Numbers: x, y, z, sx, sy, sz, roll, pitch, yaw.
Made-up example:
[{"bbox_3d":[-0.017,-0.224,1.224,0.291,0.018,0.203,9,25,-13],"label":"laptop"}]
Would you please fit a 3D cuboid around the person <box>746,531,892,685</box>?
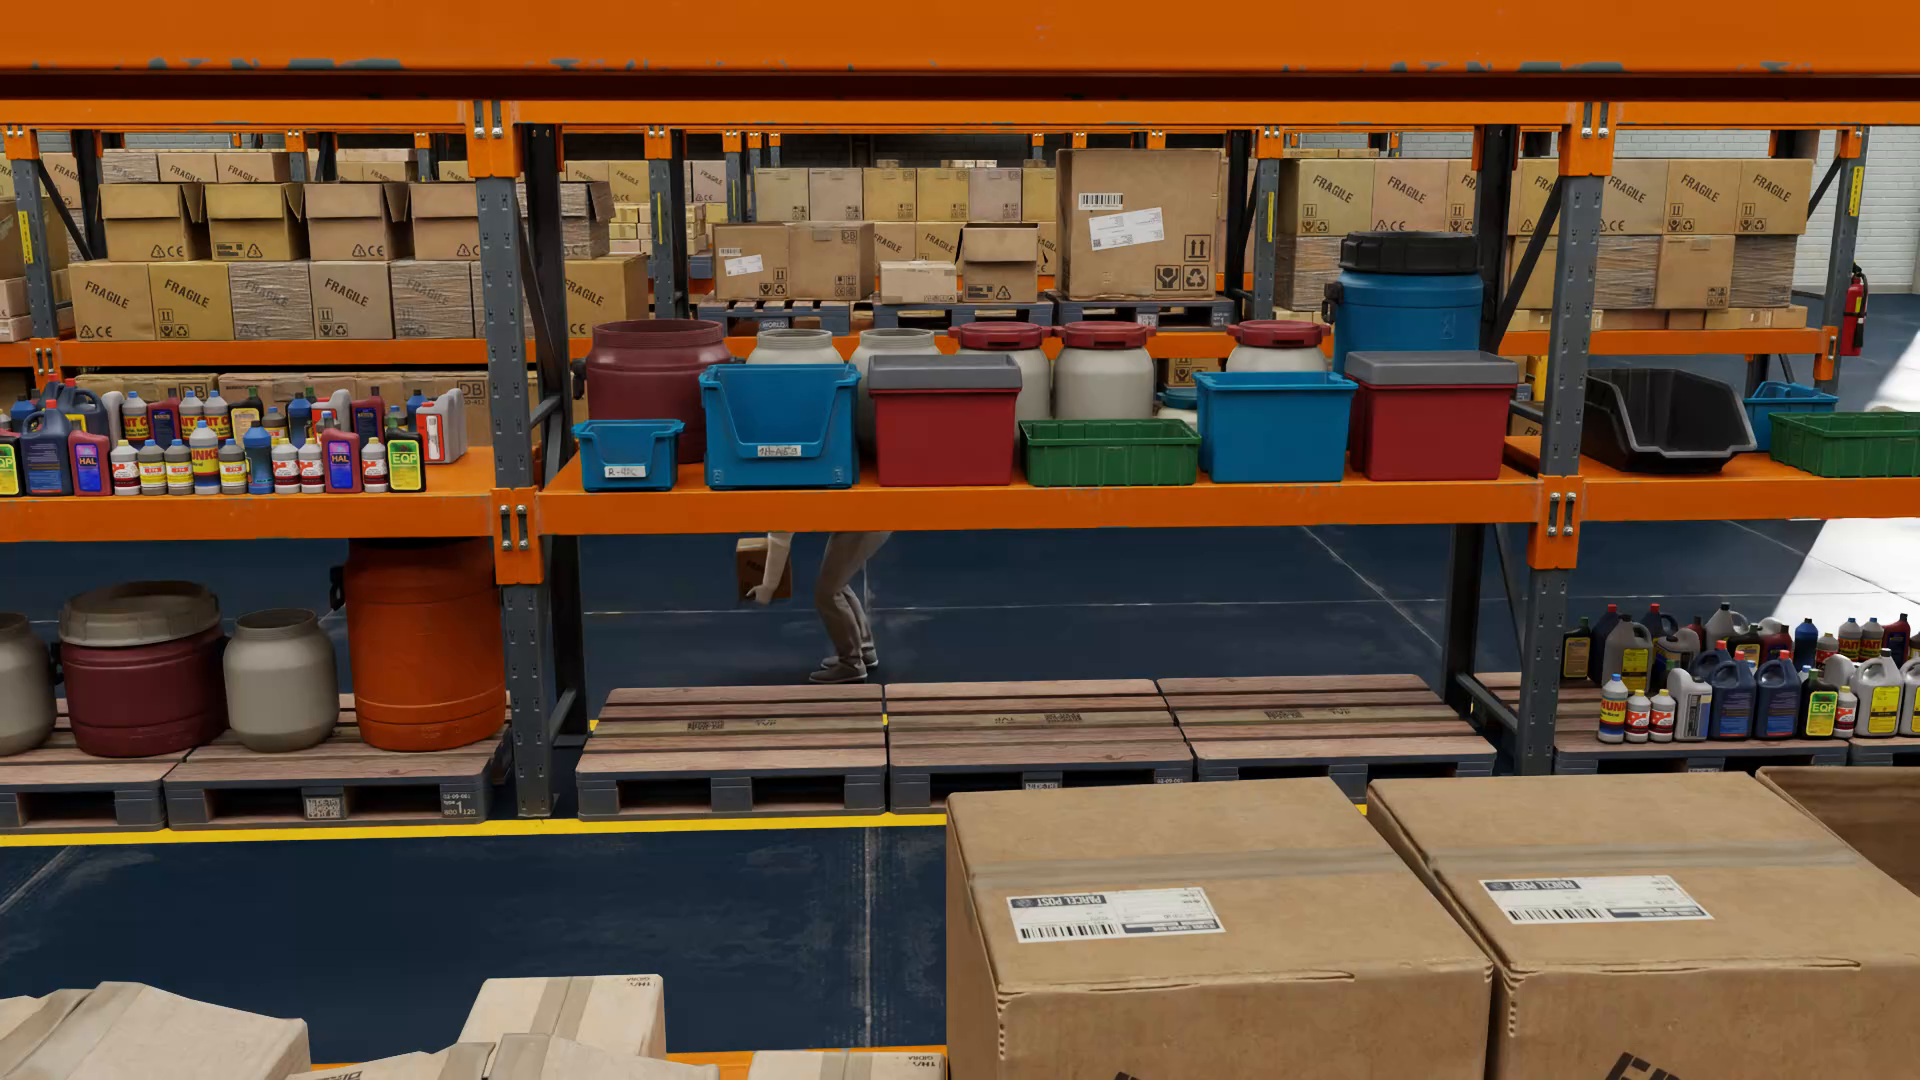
[{"bbox_3d":[-0.745,0.065,8.078,0.889,1.266,0.423,-1,14,-5],"label":"person"}]
